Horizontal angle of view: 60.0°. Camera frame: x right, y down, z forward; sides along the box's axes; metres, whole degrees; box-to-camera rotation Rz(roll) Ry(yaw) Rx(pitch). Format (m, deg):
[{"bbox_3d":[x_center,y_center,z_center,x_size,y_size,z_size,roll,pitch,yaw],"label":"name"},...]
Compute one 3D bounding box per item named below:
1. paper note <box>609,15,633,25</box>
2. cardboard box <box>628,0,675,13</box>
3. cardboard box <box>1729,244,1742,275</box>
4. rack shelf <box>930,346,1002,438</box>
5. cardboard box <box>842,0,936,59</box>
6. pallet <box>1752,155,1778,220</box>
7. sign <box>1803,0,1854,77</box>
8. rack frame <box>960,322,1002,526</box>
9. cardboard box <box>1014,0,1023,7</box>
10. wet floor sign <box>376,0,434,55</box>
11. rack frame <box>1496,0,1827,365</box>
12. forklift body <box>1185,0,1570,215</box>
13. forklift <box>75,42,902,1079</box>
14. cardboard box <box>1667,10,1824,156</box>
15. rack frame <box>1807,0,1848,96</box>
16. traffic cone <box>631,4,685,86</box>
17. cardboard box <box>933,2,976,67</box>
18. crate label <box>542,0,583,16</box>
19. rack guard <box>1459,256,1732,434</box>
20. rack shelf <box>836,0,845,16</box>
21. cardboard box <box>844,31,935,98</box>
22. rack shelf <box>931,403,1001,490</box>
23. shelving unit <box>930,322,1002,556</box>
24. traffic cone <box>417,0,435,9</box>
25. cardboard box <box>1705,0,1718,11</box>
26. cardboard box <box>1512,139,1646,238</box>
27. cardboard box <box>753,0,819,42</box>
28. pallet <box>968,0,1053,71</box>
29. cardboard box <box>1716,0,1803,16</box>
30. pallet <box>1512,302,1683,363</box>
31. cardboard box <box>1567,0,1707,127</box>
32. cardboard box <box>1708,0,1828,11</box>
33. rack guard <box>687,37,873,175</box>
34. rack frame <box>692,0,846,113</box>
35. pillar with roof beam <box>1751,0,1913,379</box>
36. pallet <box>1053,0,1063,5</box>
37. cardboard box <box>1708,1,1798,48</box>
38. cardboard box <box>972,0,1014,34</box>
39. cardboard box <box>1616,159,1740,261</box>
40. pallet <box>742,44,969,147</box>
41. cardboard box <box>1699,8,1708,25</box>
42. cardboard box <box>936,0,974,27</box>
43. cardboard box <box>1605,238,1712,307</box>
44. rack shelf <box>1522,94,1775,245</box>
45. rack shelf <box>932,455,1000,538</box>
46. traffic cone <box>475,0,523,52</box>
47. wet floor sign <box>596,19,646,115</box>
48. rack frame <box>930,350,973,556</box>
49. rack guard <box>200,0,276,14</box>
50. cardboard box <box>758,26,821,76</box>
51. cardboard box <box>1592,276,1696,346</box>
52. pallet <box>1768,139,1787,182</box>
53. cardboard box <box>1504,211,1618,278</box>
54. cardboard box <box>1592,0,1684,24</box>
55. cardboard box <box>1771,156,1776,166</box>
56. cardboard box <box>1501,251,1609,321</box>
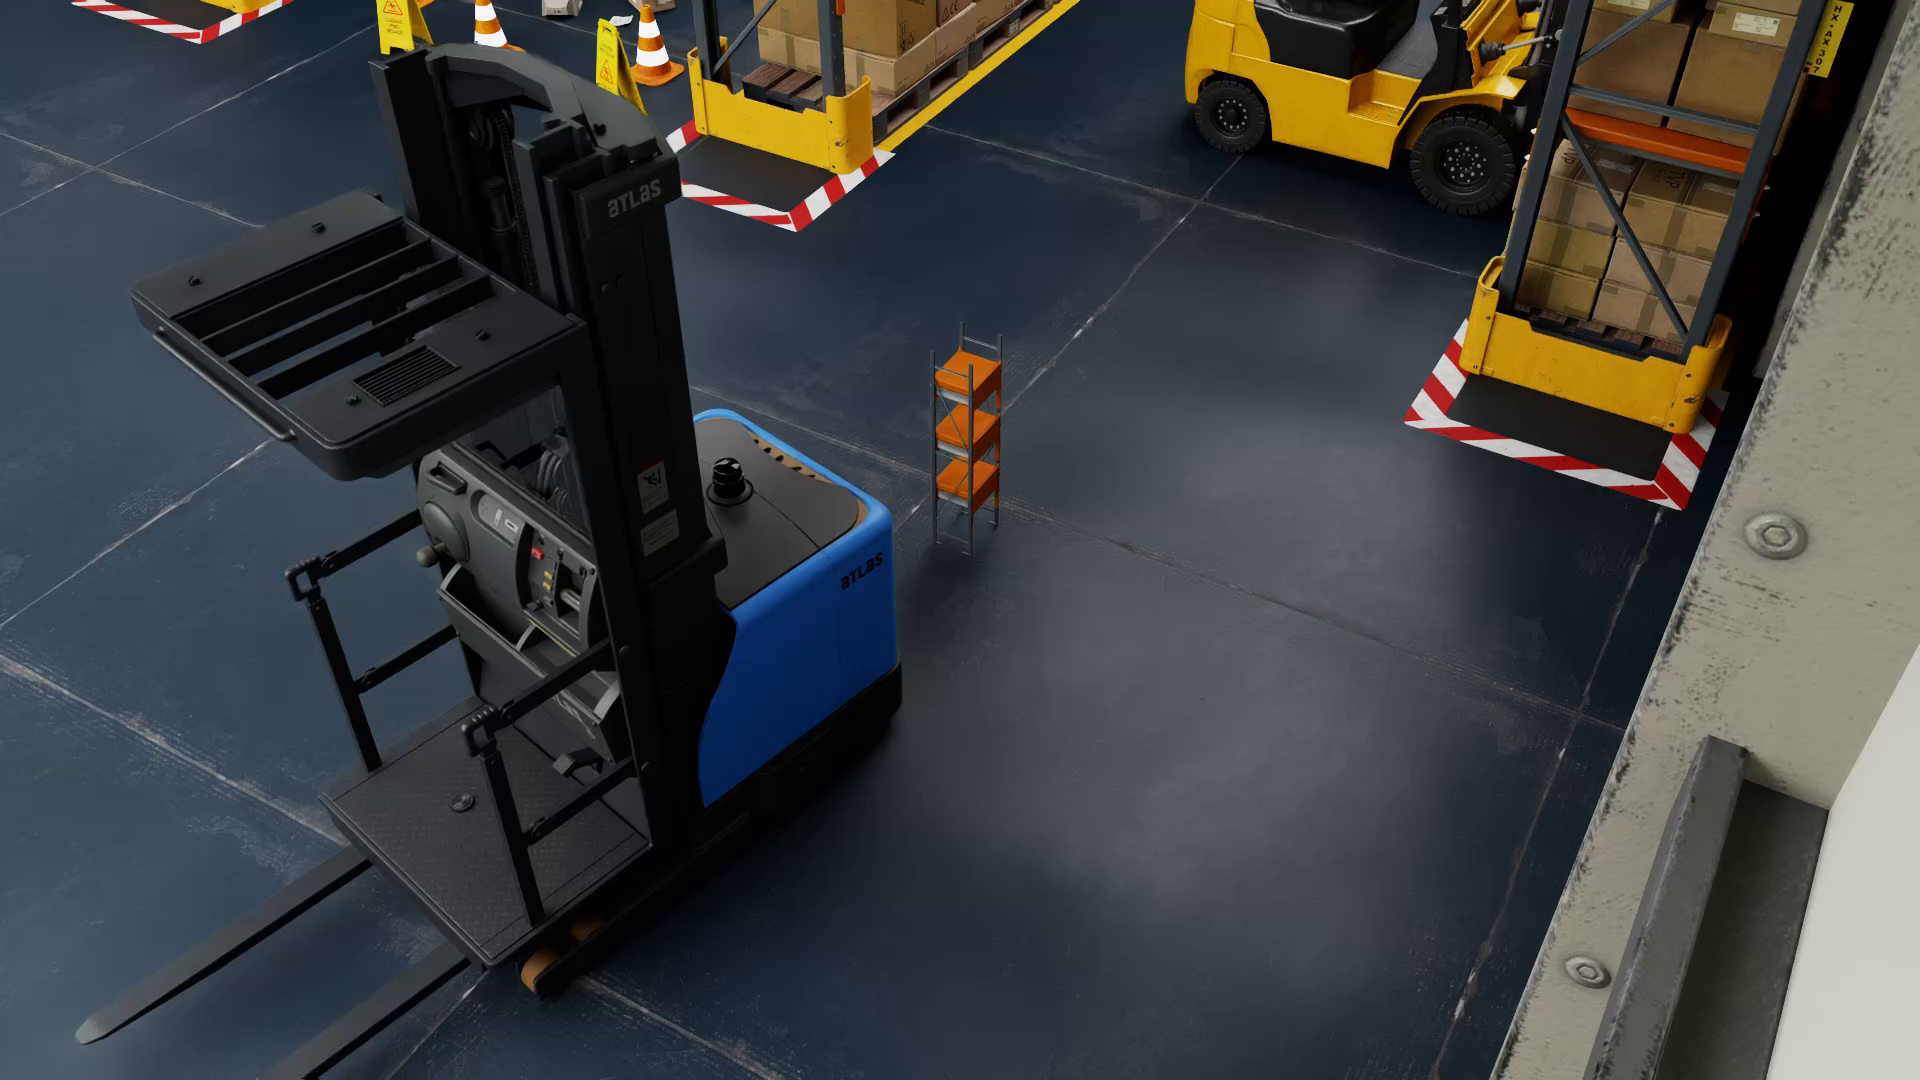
[{"bbox_3d":[-2.391,-3.658,11.696,0.148,0.019,0.142,7,42,8],"label":"paper note"},{"bbox_3d":[-2.234,-3.921,11.905,0.250,0.149,0.380,-21,45,-22],"label":"cardboard box"},{"bbox_3d":[3.850,-1.555,8.825,0.500,0.250,0.500,21,46,22],"label":"cardboard box"},{"bbox_3d":[0.027,-0.630,7.073,0.215,0.259,0.240,21,45,22],"label":"rack shelf"},{"bbox_3d":[-0.486,-3.364,10.311,0.500,0.500,0.500,19,45,21],"label":"cardboard box"},{"bbox_3d":[4.117,-2.034,9.715,1.003,0.211,1.213,21,45,22],"label":"pallet"},{"bbox_3d":[3.637,-2.101,6.967,0.100,0.325,0.005,21,45,22],"label":"sign"},{"bbox_3d":[0.088,-0.494,7.333,0.200,1.050,0.008,21,45,22],"label":"rack frame"},{"bbox_3d":[0.282,-3.963,11.559,0.500,0.250,0.500,22,46,23],"label":"cardboard box"},{"bbox_3d":[-3.777,-3.597,11.162,0.267,0.644,0.232,14,43,15],"label":"wet floor sign"},{"bbox_3d":[3.159,-1.933,7.491,1.000,3.000,0.127,21,45,22],"label":"rack frame"},{"bbox_3d":[2.529,-3.303,9.689,2.313,2.155,1.214,21,45,22],"label":"forklift body"},{"bbox_3d":[-1.604,0.092,5.243,1.130,2.935,3.031,32,50,31],"label":"forklift"},{"bbox_3d":[3.648,-2.163,7.676,0.500,0.500,0.500,22,46,23],"label":"cardboard box"},{"bbox_3d":[5.161,-4.222,10.090,1.000,3.000,0.127,21,45,22],"label":"rack frame"},{"bbox_3d":[-2.042,-3.293,10.955,0.336,0.463,0.334,21,45,22],"label":"traffic cone"},{"bbox_3d":[-0.235,-3.358,10.872,0.500,0.250,0.500,23,46,24],"label":"cardboard box"},{"bbox_3d":[-2.833,-3.814,11.793,0.250,0.136,0.298,0,41,0],"label":"crate label"},{"bbox_3d":[3.147,-0.982,8.302,1.175,0.500,0.348,21,45,22],"label":"rack guard"},{"bbox_3d":[-0.139,-4.447,10.890,1.077,0.370,4.000,21,45,22],"label":"rack shelf"},{"bbox_3d":[-0.497,-3.069,10.543,0.500,0.250,0.500,21,45,22],"label":"cardboard box"},{"bbox_3d":[0.027,-0.417,7.260,0.215,0.259,0.240,21,45,22],"label":"rack shelf"},{"bbox_3d":[0.027,-0.425,7.253,0.215,1.050,0.252,21,45,22],"label":"shelving unit"},{"bbox_3d":[-3.981,-4.034,11.797,0.336,0.463,0.334,21,45,22],"label":"traffic cone"},{"bbox_3d":[3.622,-2.485,7.551,0.380,0.149,0.250,21,45,22],"label":"cardboard box"},{"bbox_3d":[3.120,-1.801,8.347,0.500,0.250,0.500,22,46,23],"label":"cardboard box"},{"bbox_3d":[-0.965,-3.525,10.494,0.500,0.500,0.500,21,46,22],"label":"cardboard box"},{"bbox_3d":[-0.054,-3.718,11.628,1.003,0.211,1.213,21,45,22],"label":"pallet"},{"bbox_3d":[3.512,-2.448,7.284,0.380,0.149,0.250,20,45,21],"label":"cardboard box"},{"bbox_3d":[3.506,-1.338,8.926,1.003,0.211,1.213,21,45,22],"label":"pallet"},{"bbox_3d":[3.178,-2.339,7.877,0.500,0.500,0.500,20,45,21],"label":"cardboard box"},{"bbox_3d":[3.889,-2.468,8.023,0.500,0.500,0.500,22,46,23],"label":"cardboard box"},{"bbox_3d":[-1.102,-2.678,10.229,1.175,0.500,0.348,21,45,22],"label":"rack guard"},{"bbox_3d":[-1.140,-3.573,9.353,1.000,3.000,0.127,21,45,22],"label":"rack frame"},{"bbox_3d":[0.561,-5.709,7.239,9.100,9.000,0.400,21,45,22],"label":"pillar with roof beam"},{"bbox_3d":[0.556,-4.419,12.424,1.003,0.211,1.213,21,45,22],"label":"pallet"},{"bbox_3d":[3.553,-2.323,7.367,0.380,0.149,0.250,20,45,21],"label":"cardboard box"},{"bbox_3d":[0.027,-3.675,11.231,0.500,0.250,0.500,24,47,25],"label":"cardboard box"},{"bbox_3d":[3.564,-1.647,8.172,0.500,0.250,0.500,20,45,21],"label":"cardboard box"},{"bbox_3d":[-0.665,-3.023,10.839,1.003,0.211,1.213,21,45,22],"label":"pallet"},{"bbox_3d":[3.446,-2.633,8.210,0.500,0.500,0.500,22,46,23],"label":"cardboard box"},{"bbox_3d":[-0.228,-3.665,10.652,0.500,0.500,0.500,19,45,21],"label":"cardboard box"},{"bbox_3d":[3.574,-1.447,8.324,0.500,0.250,0.500,22,46,23],"label":"cardboard box"},{"bbox_3d":[4.160,-2.808,9.029,1.077,0.370,4.000,21,45,22],"label":"rack shelf"},{"bbox_3d":[0.027,-0.208,7.444,0.215,0.259,0.240,21,45,22],"label":"rack shelf"},{"bbox_3d":[-3.173,-3.466,11.151,0.336,0.463,0.334,21,45,22],"label":"traffic cone"},{"bbox_3d":[-2.162,-2.934,10.410,0.232,0.644,0.267,-29,49,-29],"label":"wet floor sign"},{"bbox_3d":[-0.034,-0.355,7.174,0.200,1.050,0.008,21,45,22],"label":"rack frame"},{"bbox_3d":[-5.488,-4.200,11.957,1.175,0.500,0.348,21,45,22],"label":"rack guard"},{"bbox_3d":[-0.957,-3.264,10.765,0.500,0.250,0.500,21,45,22],"label":"cardboard box"},{"bbox_3d":[3.574,-1.275,8.507,0.500,0.250,0.500,21,46,22],"label":"cardboard box"},{"bbox_3d":[4.727,-2.735,10.511,1.003,0.211,1.213,21,45,22],"label":"pallet"},{"bbox_3d":[3.132,-1.629,8.530,0.500,0.250,0.500,20,45,22],"label":"cardboard box"},{"bbox_3d":[3.090,-2.505,7.574,0.380,0.149,0.250,22,46,23],"label":"cardboard box"},{"bbox_3d":[4.589,-2.426,9.814,0.500,0.250,0.500,21,46,22],"label":"cardboard box"},{"bbox_3d":[3.121,-1.432,8.685,0.500,0.250,0.500,21,46,22],"label":"cardboard box"}]
